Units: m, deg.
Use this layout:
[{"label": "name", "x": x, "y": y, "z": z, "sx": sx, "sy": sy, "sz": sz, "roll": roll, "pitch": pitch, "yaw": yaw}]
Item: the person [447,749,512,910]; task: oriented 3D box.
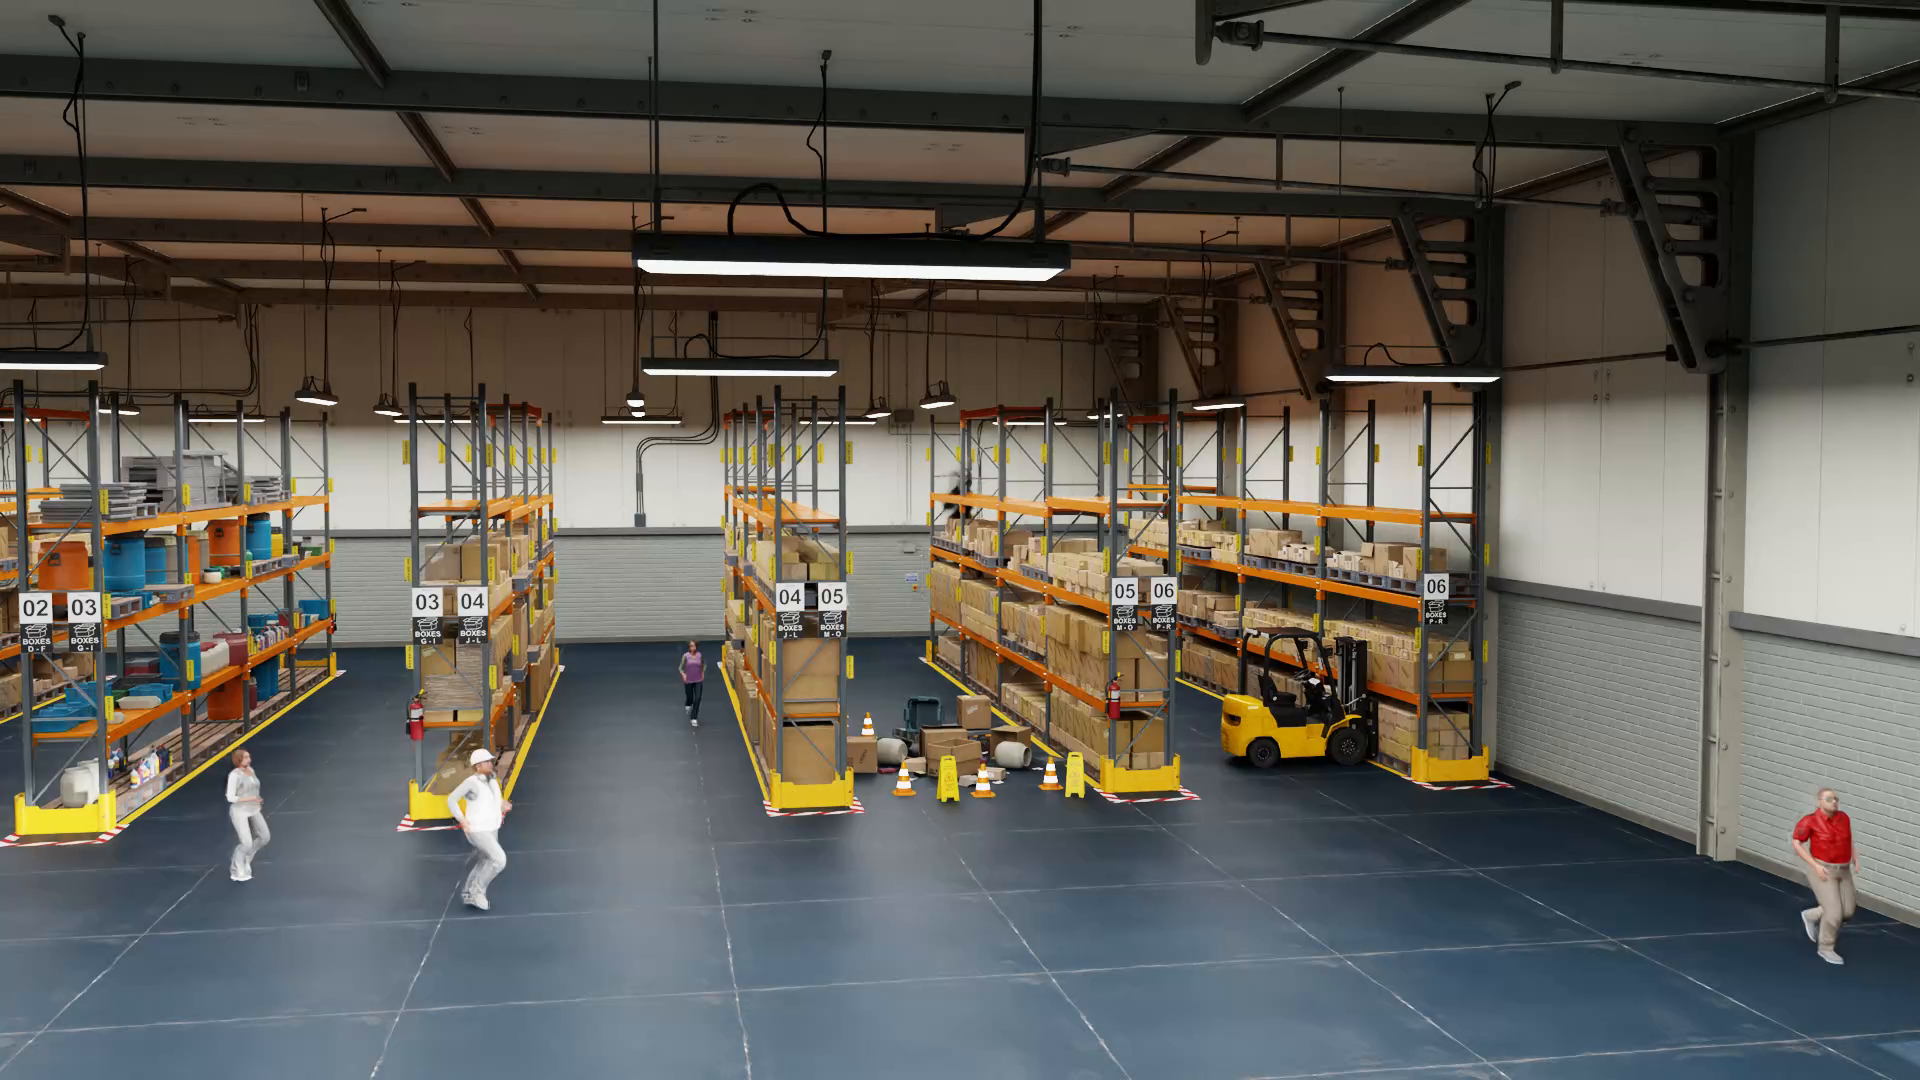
[{"label": "person", "x": -5.231, "y": 3.184, "z": 18.343, "sx": 0.642, "sy": 1.751, "sz": 0.644, "roll": 1, "pitch": 3, "yaw": 13}]

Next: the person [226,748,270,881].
[{"label": "person", "x": -8.327, "y": 3.218, "z": 19.489, "sx": 0.555, "sy": 1.557, "sz": 0.522, "roll": 1, "pitch": 3, "yaw": 18}]

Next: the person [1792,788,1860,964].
[{"label": "person", "x": 8.648, "y": 3.322, "z": 16.632, "sx": 0.658, "sy": 1.705, "sz": 0.612, "roll": -1, "pitch": 3, "yaw": -13}]

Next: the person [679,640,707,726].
[{"label": "person", "x": -4.987, "y": 2.664, "z": 31.086, "sx": 0.536, "sy": 1.561, "sz": 0.664, "roll": -1, "pitch": 3, "yaw": -18}]
